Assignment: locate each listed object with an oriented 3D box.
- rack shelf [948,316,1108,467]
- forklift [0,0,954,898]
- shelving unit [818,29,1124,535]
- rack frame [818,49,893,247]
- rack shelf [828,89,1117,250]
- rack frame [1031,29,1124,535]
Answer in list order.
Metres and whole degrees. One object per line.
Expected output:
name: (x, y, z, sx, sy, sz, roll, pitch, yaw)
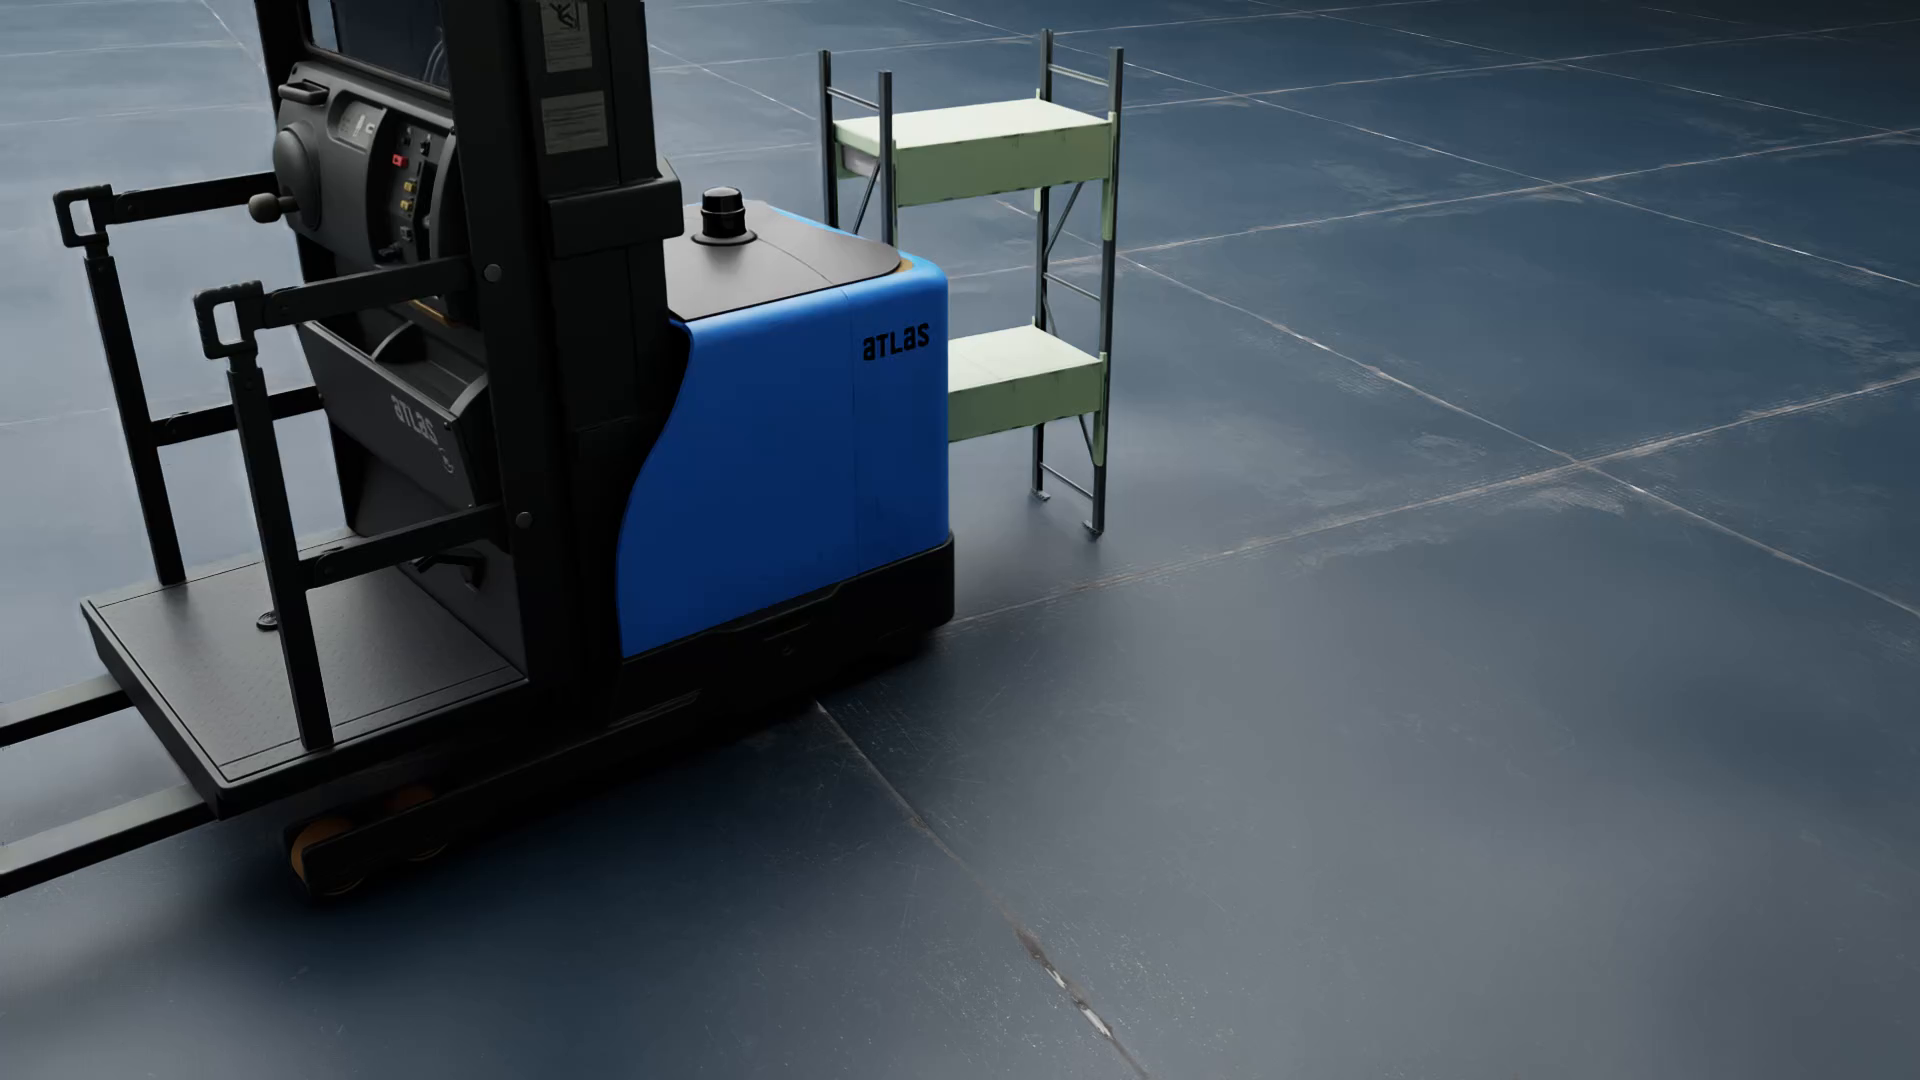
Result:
rack shelf: (0.031, -0.398, 5.099, 0.720, 0.370, 0.431, -14, 29, -27)
forklift: (-1.472, -0.803, 3.536, 3.031, 2.935, 1.130, -20, 32, -35)
shelving unit: (0.031, -0.692, 4.958, 0.755, 1.500, 0.431, -14, 29, -27)
rack frame: (-0.286, -0.613, 4.794, 0.023, 1.500, 0.400, -14, 29, -27)
rack shelf: (0.031, -1.043, 4.789, 0.720, 0.370, 0.431, -14, 29, -27)
rack frame: (0.349, -0.770, 5.122, 0.023, 1.500, 0.400, -14, 29, -27)
